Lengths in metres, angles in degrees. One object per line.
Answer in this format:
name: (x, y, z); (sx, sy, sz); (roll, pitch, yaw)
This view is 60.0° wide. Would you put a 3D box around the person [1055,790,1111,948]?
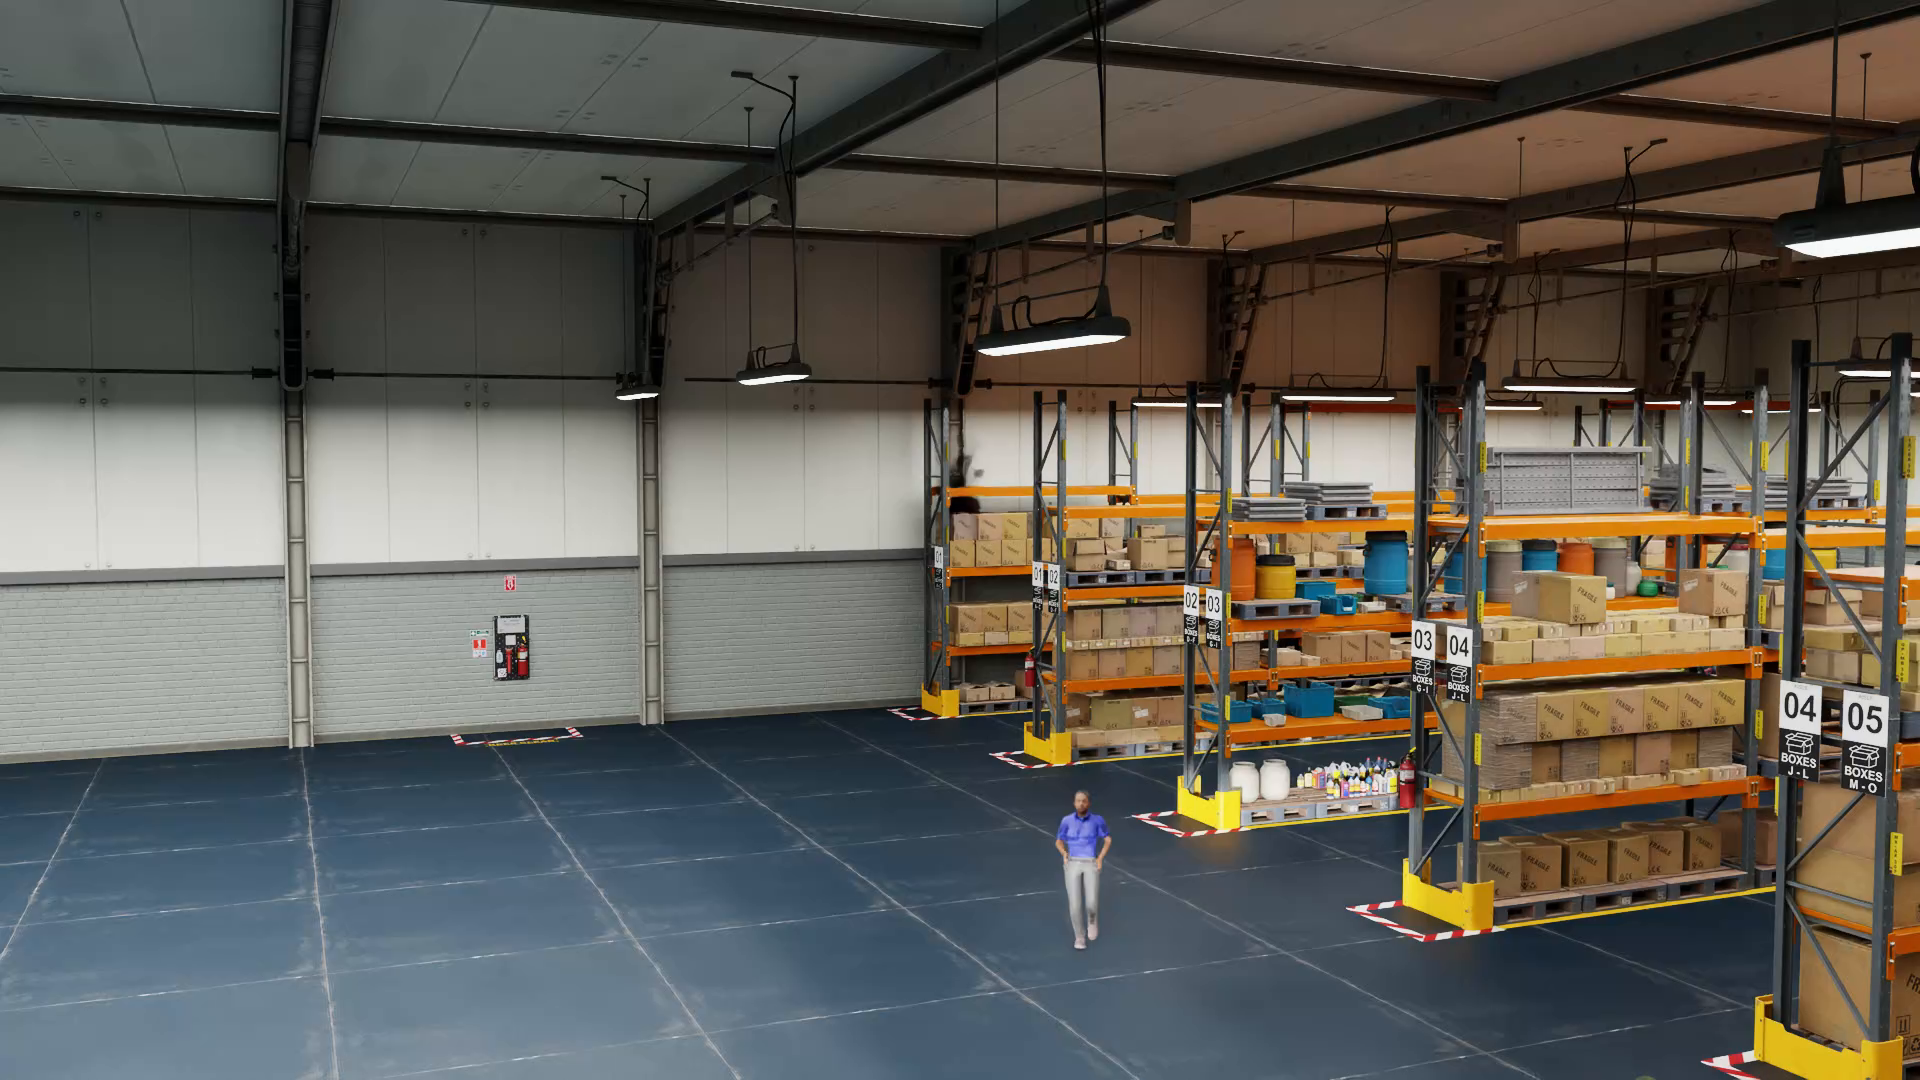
person: (1.244, 3.358, 16.925); (0.570, 1.608, 0.538); (0, 3, 8)
